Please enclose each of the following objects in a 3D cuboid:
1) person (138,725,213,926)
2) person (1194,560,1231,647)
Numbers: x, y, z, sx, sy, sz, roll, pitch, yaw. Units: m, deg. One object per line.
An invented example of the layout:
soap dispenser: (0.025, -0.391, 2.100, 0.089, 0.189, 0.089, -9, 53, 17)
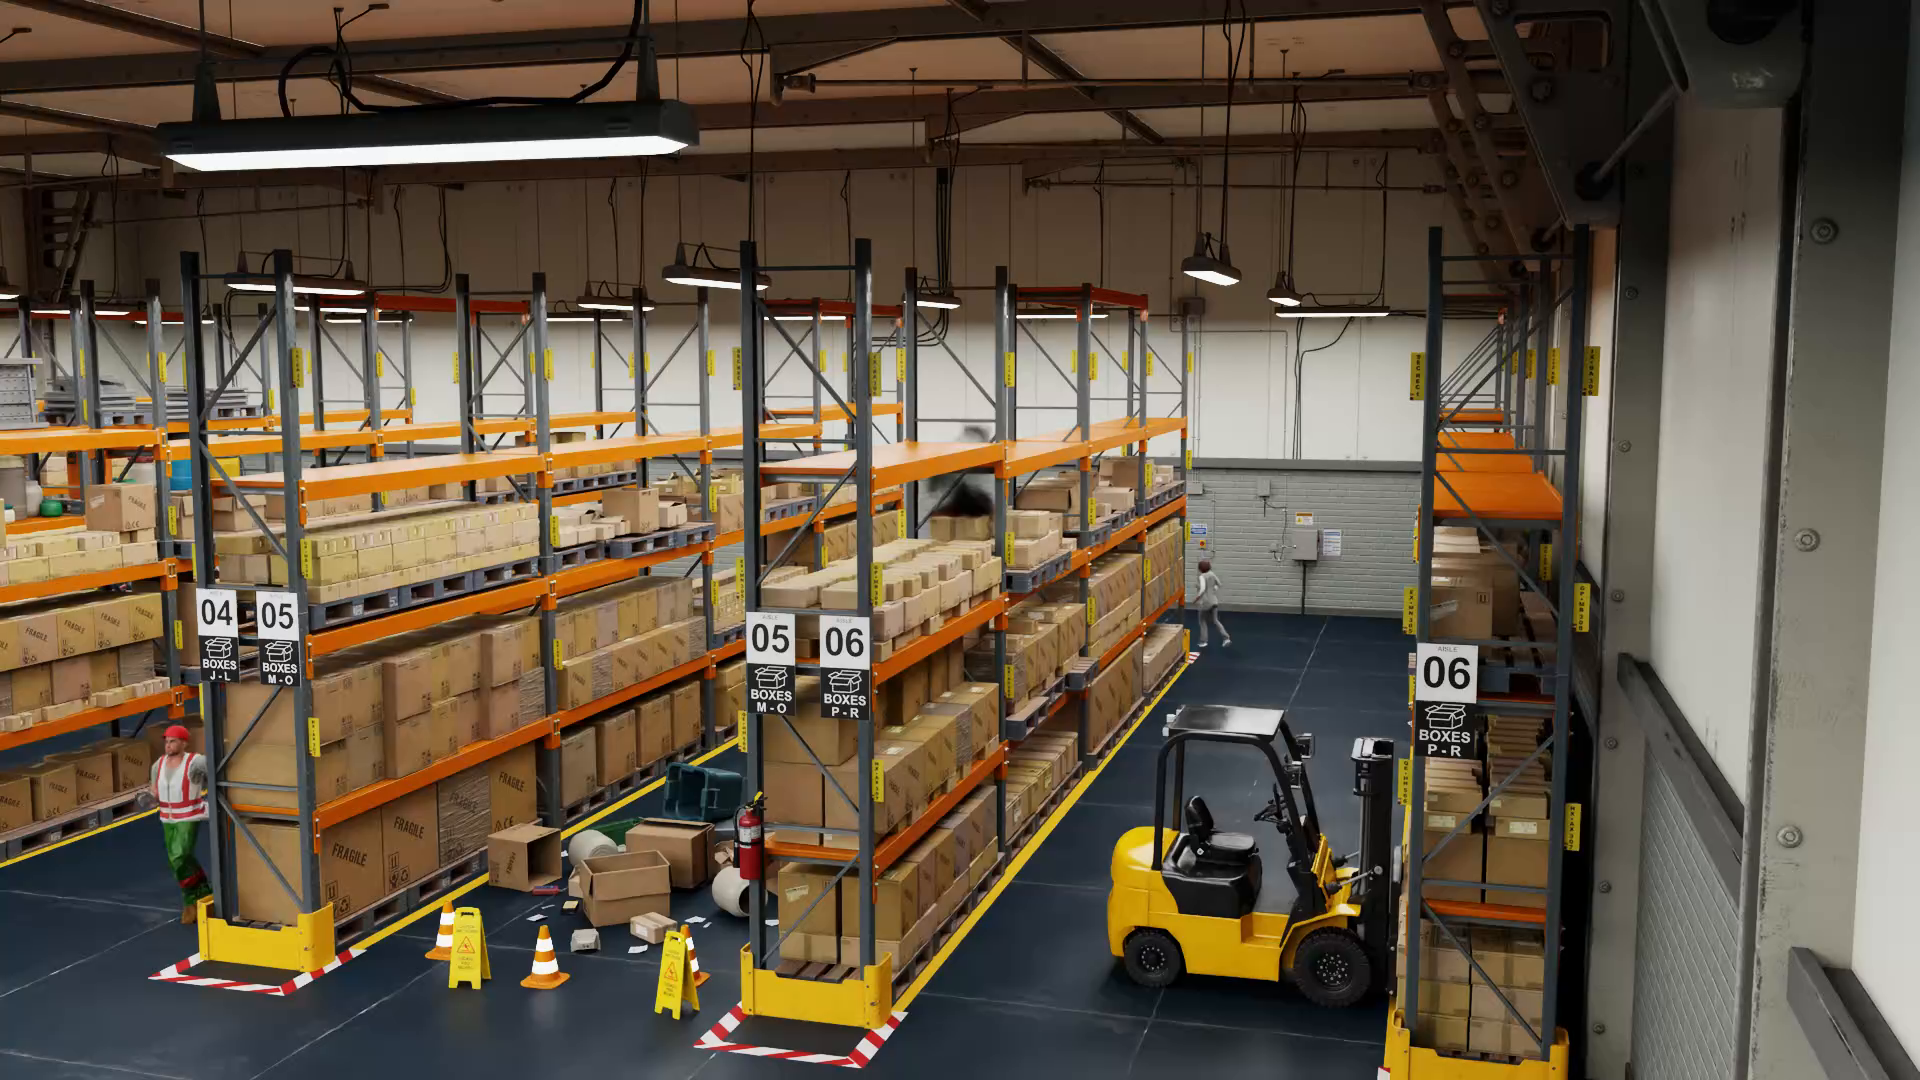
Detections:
person: (-7.114, 2.587, 15.194, 0.635, 1.817, 0.741, 2, 7, 15)
person: (4.311, 1.130, 28.997, 0.605, 1.569, 0.747, -5, 8, -38)
